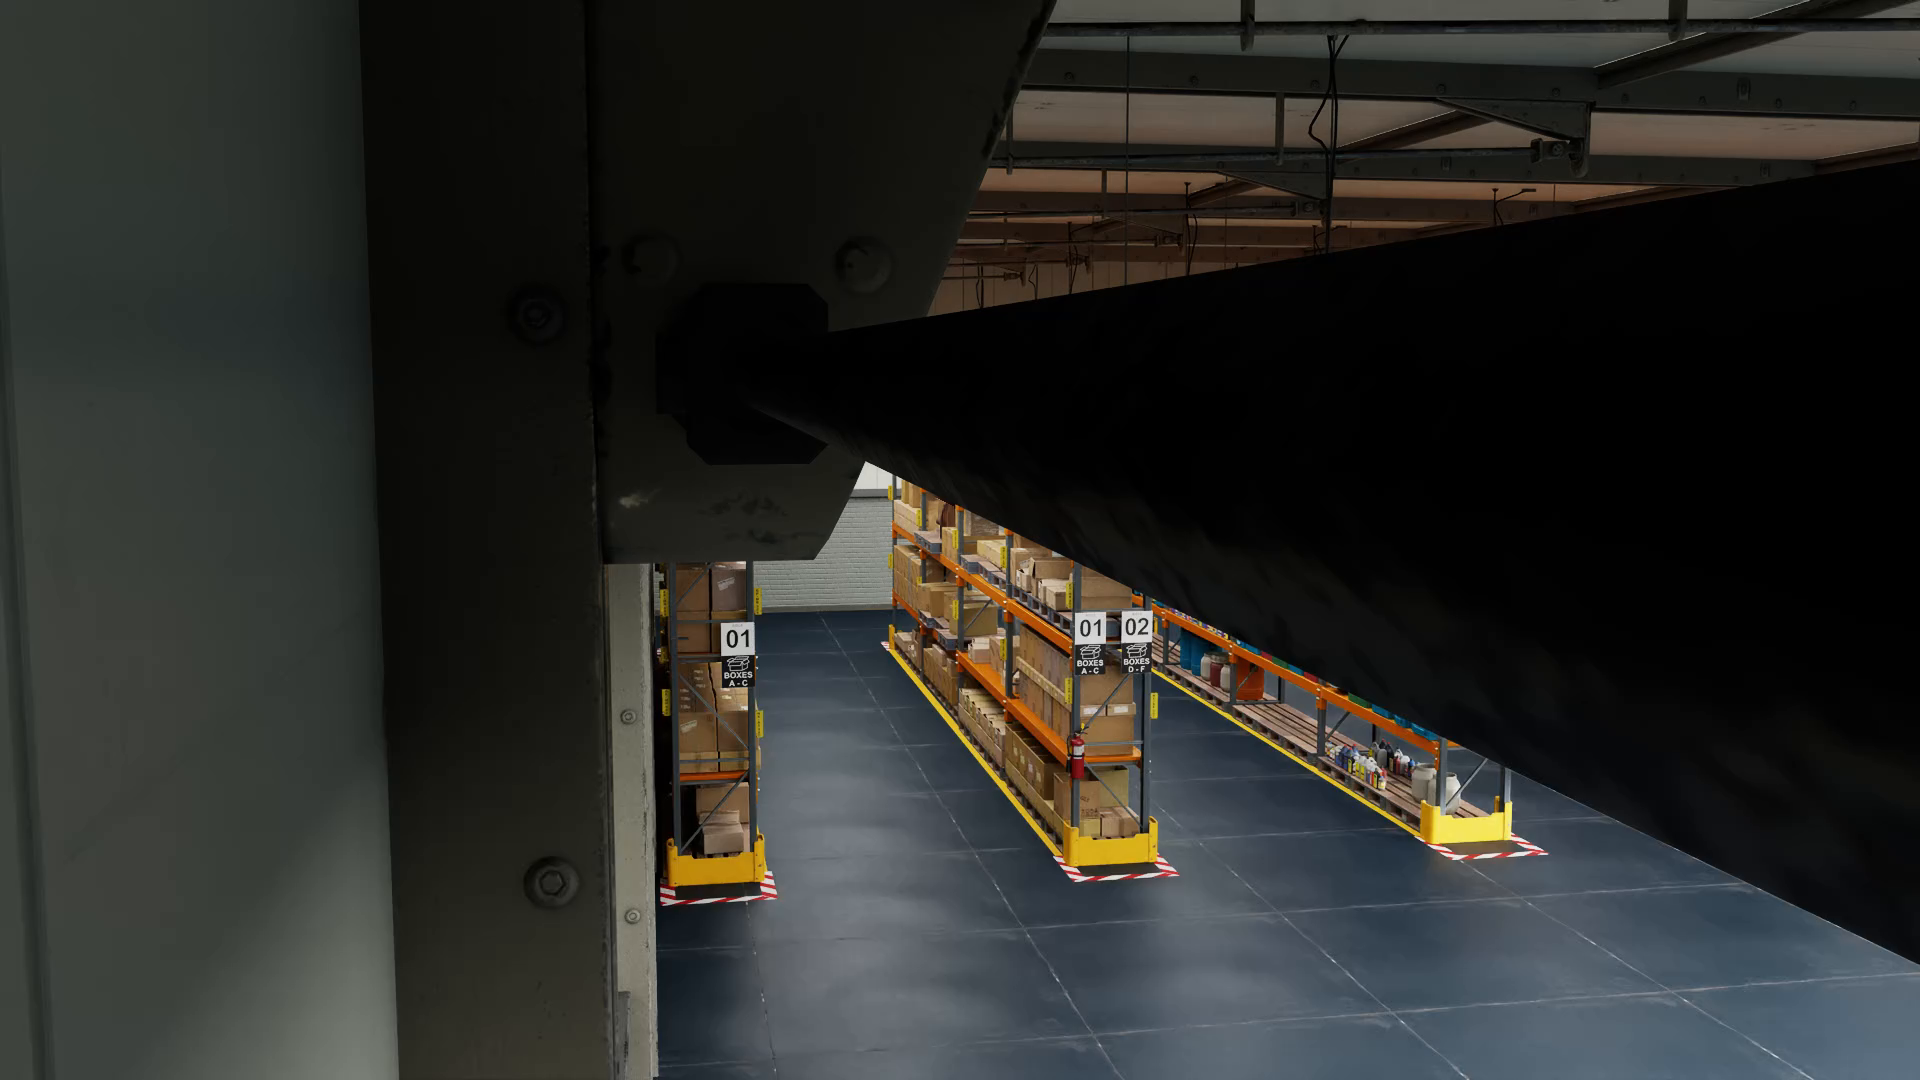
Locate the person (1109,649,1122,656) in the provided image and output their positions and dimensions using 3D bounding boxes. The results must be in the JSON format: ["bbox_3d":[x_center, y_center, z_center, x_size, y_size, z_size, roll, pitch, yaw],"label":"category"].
[{"bbox_3d":[2.909,1.881,30.658,0.589,1.705,0.820,-2,6,-17],"label":"person"}]
